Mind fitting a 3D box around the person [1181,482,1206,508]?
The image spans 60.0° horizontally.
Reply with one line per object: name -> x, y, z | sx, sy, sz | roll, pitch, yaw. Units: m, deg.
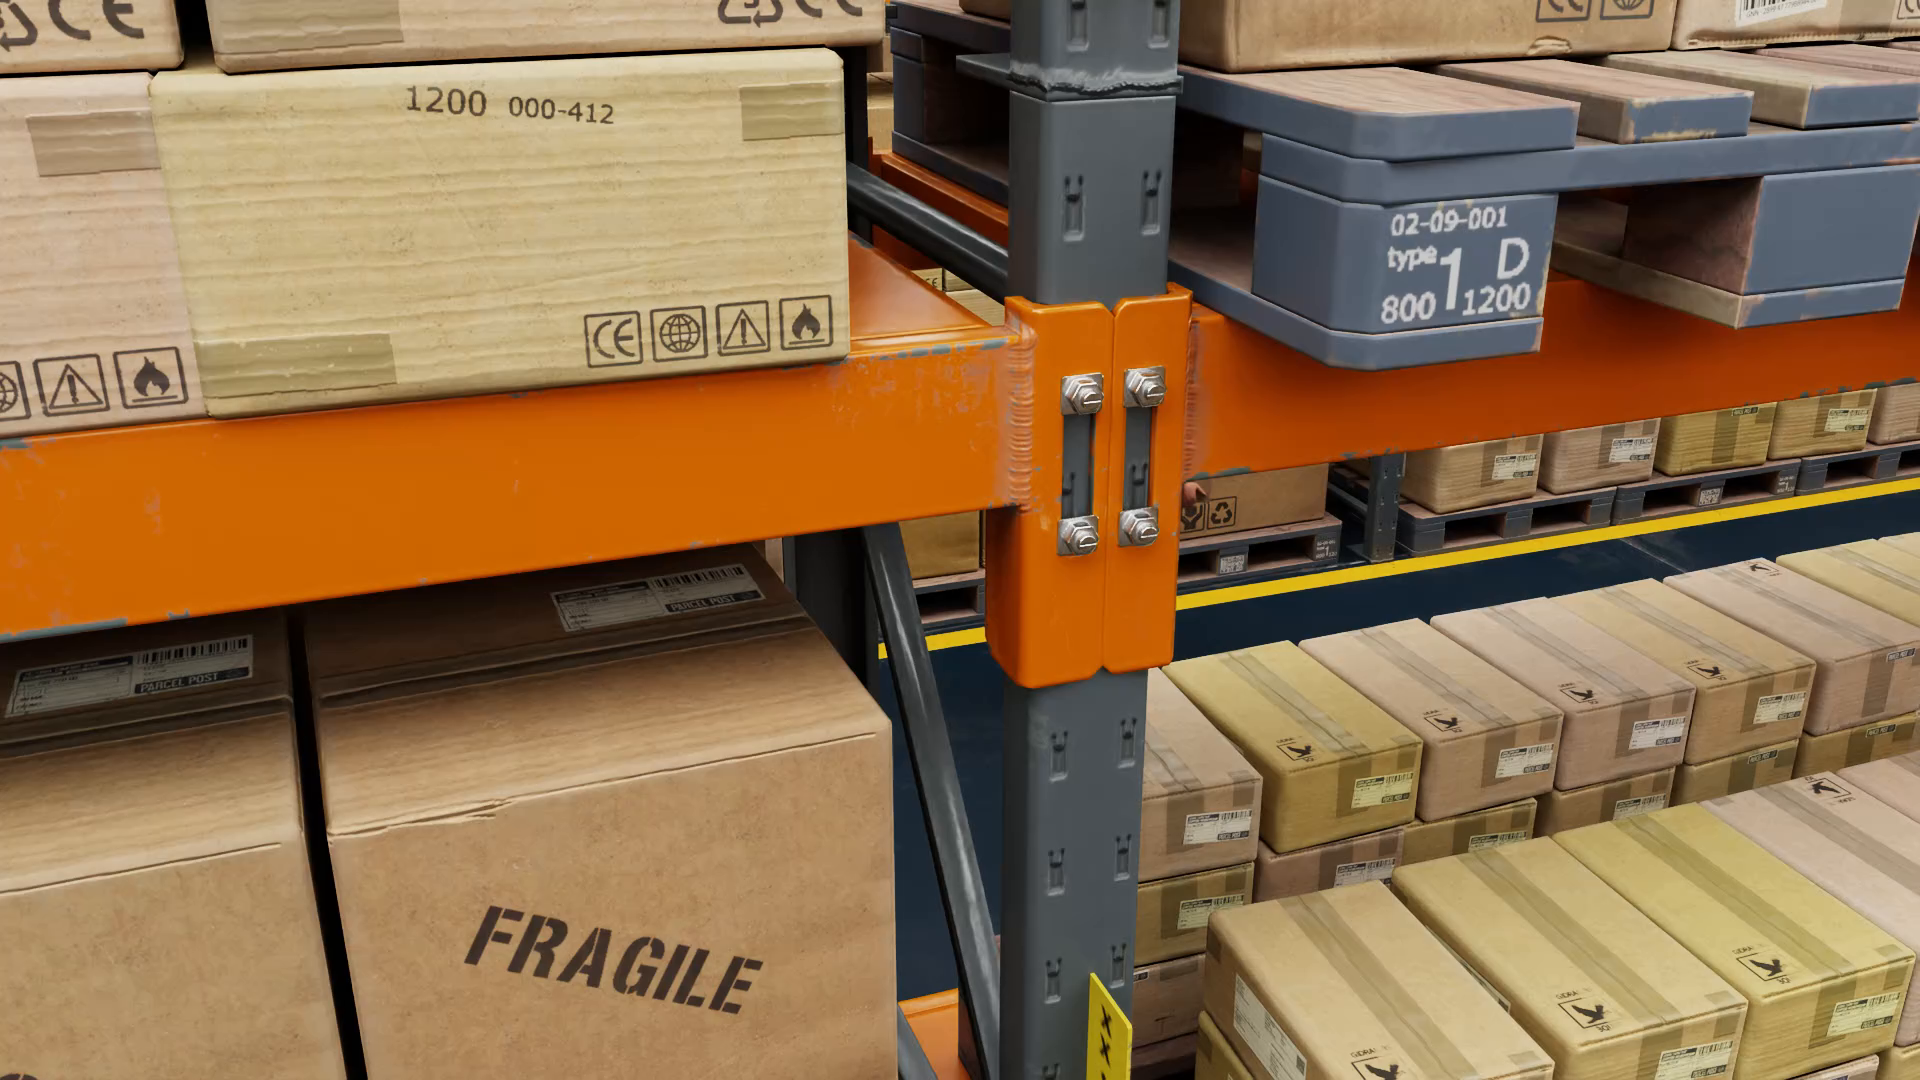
person -> 0.636, -0.131, 6.454 | 0.551, 1.711, 0.494 | -8, 24, -19
